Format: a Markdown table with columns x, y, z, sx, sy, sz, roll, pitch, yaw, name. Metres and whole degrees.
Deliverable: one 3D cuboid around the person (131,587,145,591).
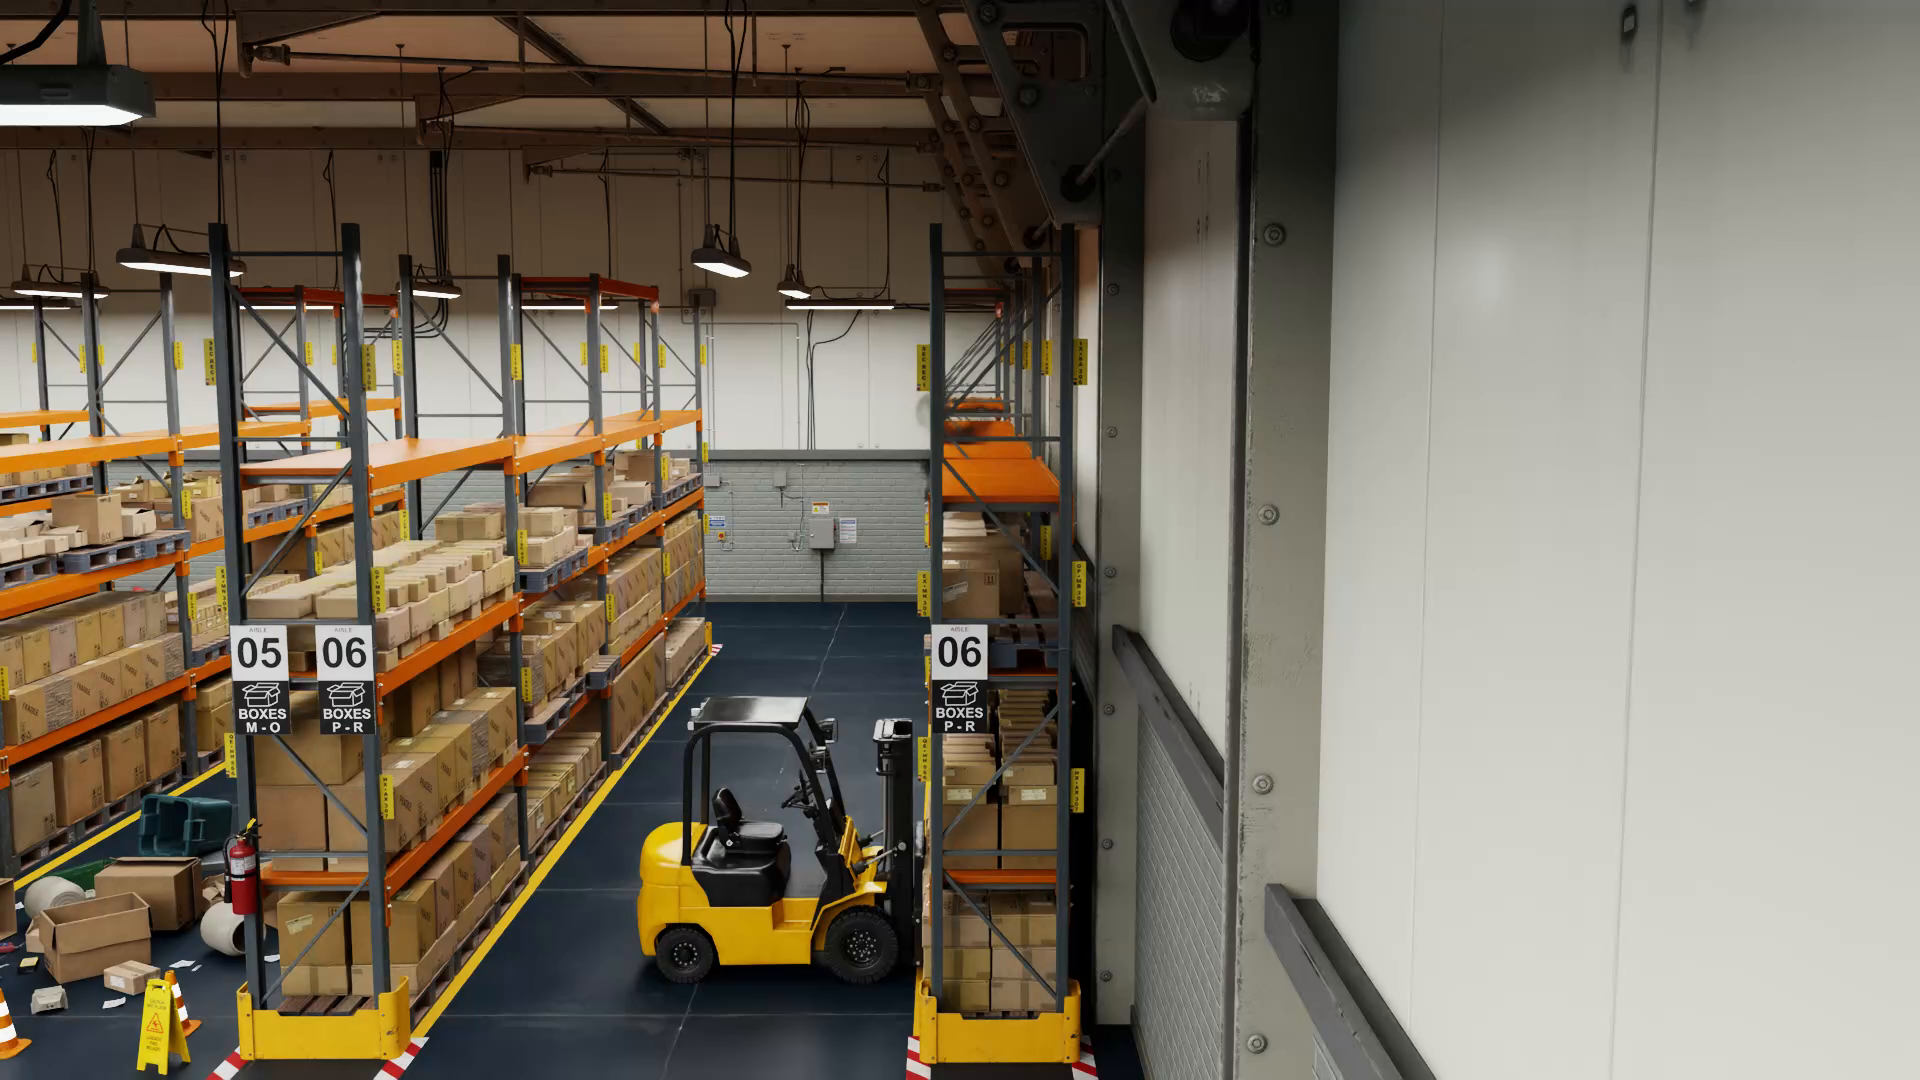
| x | y | z | sx | sy | sz | roll | pitch | yaw | name |
| --- | --- | --- | --- | --- | --- | --- | --- | --- | --- |
| -11.469 | 1.553 | 23.427 | 0.673 | 1.820 | 0.902 | 1 | 7 | 6 | person |
